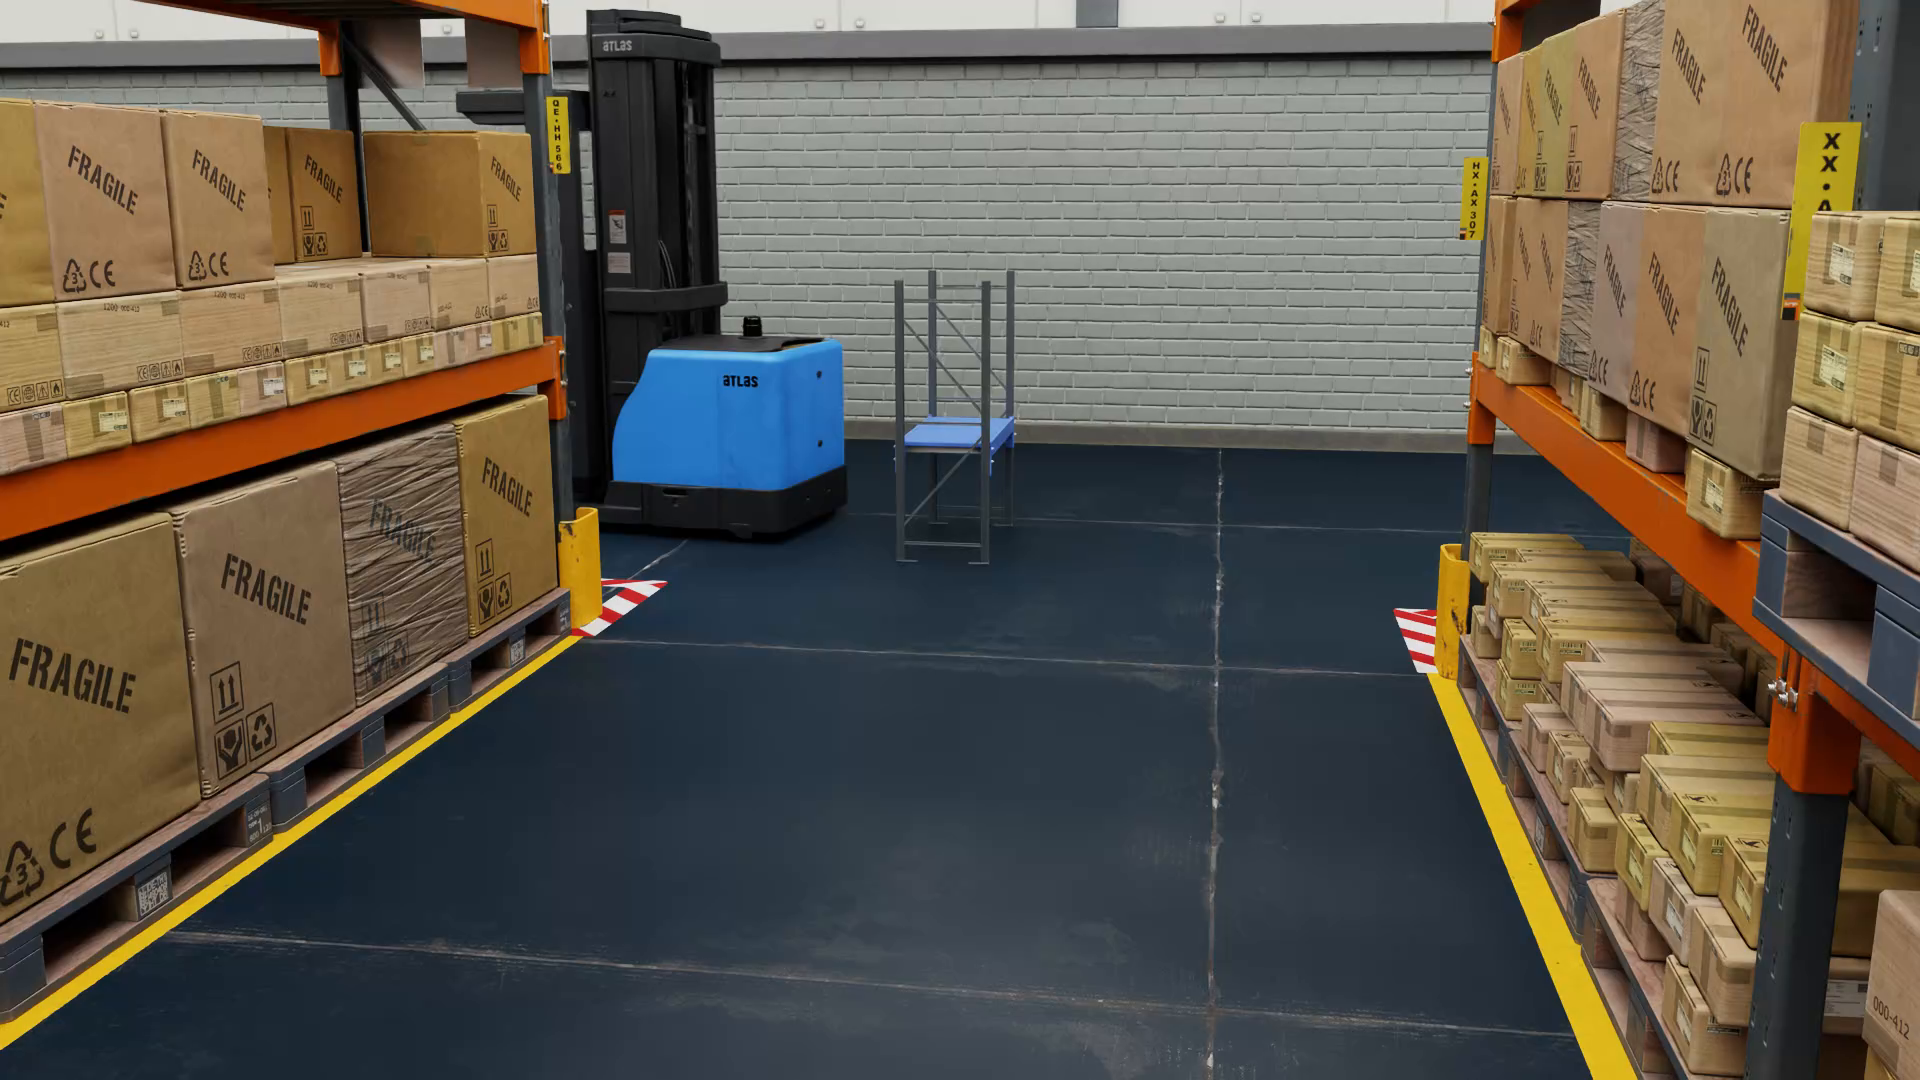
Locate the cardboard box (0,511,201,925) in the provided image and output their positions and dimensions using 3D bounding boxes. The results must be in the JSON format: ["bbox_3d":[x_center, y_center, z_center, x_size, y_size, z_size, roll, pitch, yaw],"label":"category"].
[{"bbox_3d":[-2.725,0.426,4.446,0.875,0.875,0.875,2,12,9],"label":"cardboard box"}]

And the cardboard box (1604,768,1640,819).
[{"bbox_3d":[1.923,0.660,4.375,0.380,0.149,0.250,2,12,10],"label":"cardboard box"}]

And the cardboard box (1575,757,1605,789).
[{"bbox_3d":[1.969,0.737,4.725,0.380,0.149,0.250,2,12,10],"label":"cardboard box"}]

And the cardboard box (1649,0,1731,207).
[{"bbox_3d":[1.859,-0.989,3.645,0.500,0.500,0.500,1,12,7],"label":"cardboard box"}]

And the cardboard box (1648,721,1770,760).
[{"bbox_3d":[1.926,0.566,4.107,0.380,0.149,0.250,2,12,11],"label":"cardboard box"}]

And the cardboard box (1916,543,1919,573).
[{"bbox_3d":[1.386,0.003,1.958,0.380,0.149,0.250,2,12,9],"label":"cardboard box"}]

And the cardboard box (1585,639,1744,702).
[{"bbox_3d":[2.052,0.402,4.868,0.380,0.149,0.250,2,12,9],"label":"cardboard box"}]

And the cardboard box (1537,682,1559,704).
[{"bbox_3d":[2.115,0.578,5.462,0.380,0.149,0.250,2,12,9],"label":"cardboard box"}]

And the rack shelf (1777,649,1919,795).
[{"bbox_3d":[1.672,0.677,0.941,1.077,0.370,4.000,2,12,9],"label":"rack shelf"}]

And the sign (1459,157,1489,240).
[{"bbox_3d":[2.059,-1.365,6.651,0.100,0.325,0.005,2,12,9],"label":"sign"}]

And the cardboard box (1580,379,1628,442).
[{"bbox_3d":[1.962,-0.363,4.656,0.380,0.149,0.250,2,12,10],"label":"cardboard box"}]

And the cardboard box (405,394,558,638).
[{"bbox_3d":[-2.310,-0.137,7.054,0.875,0.875,0.875,2,12,9],"label":"cardboard box"}]

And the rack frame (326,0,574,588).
[{"bbox_3d":[-2.290,-1.106,7.504,1.000,3.000,0.127,2,12,9],"label":"rack frame"}]

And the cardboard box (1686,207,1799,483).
[{"bbox_3d":[1.775,-0.395,3.265,0.500,0.500,0.500,2,12,9],"label":"cardboard box"}]

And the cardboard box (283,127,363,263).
[{"bbox_3d":[-2.708,-1.349,6.504,0.500,0.500,0.500,2,12,7],"label":"cardboard box"}]

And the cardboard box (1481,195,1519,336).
[{"bbox_3d":[2.253,-1.034,6.227,0.500,0.500,0.500,2,12,11],"label":"cardboard box"}]

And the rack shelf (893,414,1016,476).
[{"bbox_3d":[-0.013,-0.540,9.291,0.538,0.185,1.000,2,12,9],"label":"rack shelf"}]

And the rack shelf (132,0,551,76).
[{"bbox_3d":[-2.598,-1.804,5.332,1.077,0.370,4.000,2,12,9],"label":"rack shelf"}]

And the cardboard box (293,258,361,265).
[{"bbox_3d":[-2.704,-0.978,6.562,0.500,0.250,0.500,2,12,8],"label":"cardboard box"}]

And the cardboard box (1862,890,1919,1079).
[{"bbox_3d":[1.605,0.704,2.263,0.500,0.250,0.500,1,12,6],"label":"cardboard box"}]

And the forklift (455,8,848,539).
[{"bbox_3d":[-2.265,-1.604,9.977,3.031,2.935,1.130,4,13,18],"label":"forklift"}]

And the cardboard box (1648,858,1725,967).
[{"bbox_3d":[1.743,0.819,3.637,0.380,0.149,0.250,1,12,6],"label":"cardboard box"}]

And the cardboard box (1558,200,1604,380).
[{"bbox_3d":[2.036,-0.714,4.741,0.500,0.500,0.500,2,12,7],"label":"cardboard box"}]

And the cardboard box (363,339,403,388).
[{"bbox_3d":[-2.215,-0.631,5.900,0.380,0.149,0.250,2,12,9],"label":"cardboard box"}]

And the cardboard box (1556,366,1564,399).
[{"bbox_3d":[2.158,-0.522,5.390,0.380,0.149,0.250,2,12,8],"label":"cardboard box"}]

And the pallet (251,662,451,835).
[{"bbox_3d":[-2.526,0.680,5.839,1.003,0.211,1.213,2,12,9],"label":"pallet"}]

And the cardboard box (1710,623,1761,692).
[{"bbox_3d":[2.515,0.361,5.055,0.380,0.149,0.250,1,12,7],"label":"cardboard box"}]

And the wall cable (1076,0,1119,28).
[{"bbox_3d":[1.985,-6.676,11.477,2.277,5.999,0.120,2,12,9],"label":"wall cable"}]

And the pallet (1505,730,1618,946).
[{"bbox_3d":[2.233,0.876,4.927,1.003,0.211,1.213,2,12,9],"label":"pallet"}]

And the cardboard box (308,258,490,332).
[{"bbox_3d":[-2.181,-0.963,6.491,0.500,0.250,0.500,2,12,8],"label":"cardboard box"}]

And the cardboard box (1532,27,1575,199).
[{"bbox_3d":[2.090,-1.309,5.132,0.500,0.500,0.500,2,12,7],"label":"cardboard box"}]

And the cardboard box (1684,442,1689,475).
[{"bbox_3d":[1.932,-0.198,3.888,0.380,0.149,0.250,2,12,7],"label":"cardboard box"}]

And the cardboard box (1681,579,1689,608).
[{"bbox_3d":[2.754,0.200,5.801,0.380,0.149,0.250,2,12,7],"label":"cardboard box"}]

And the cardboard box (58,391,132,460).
[{"bbox_3d":[-2.451,-0.311,4.411,0.380,0.149,0.250,2,12,11],"label":"cardboard box"}]

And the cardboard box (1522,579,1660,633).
[{"bbox_3d":[2.133,0.235,5.639,0.380,0.149,0.250,1,12,6],"label":"cardboard box"}]

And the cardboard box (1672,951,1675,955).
[{"bbox_3d":[1.826,0.953,3.722,0.380,0.149,0.250,2,12,10],"label":"cardboard box"}]

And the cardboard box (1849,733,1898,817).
[{"bbox_3d":[2.346,0.577,4.056,0.380,0.149,0.250,2,12,7],"label":"cardboard box"}]

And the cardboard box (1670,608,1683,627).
[{"bbox_3d":[2.718,0.346,5.831,0.380,0.149,0.250,1,12,6],"label":"cardboard box"}]

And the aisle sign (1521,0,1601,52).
[{"bbox_3d":[2.310,-2.220,6.503,0.394,0.787,0.004,2,12,9],"label":"aisle sign"}]

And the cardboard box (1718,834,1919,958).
[{"bbox_3d":[1.777,0.724,3.373,0.380,0.149,0.250,2,12,10],"label":"cardboard box"}]

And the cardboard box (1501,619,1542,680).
[{"bbox_3d":[2.066,0.379,5.681,0.380,0.149,0.250,2,12,10],"label":"cardboard box"}]

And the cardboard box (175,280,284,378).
[{"bbox_3d":[-2.419,-0.646,5.020,0.500,0.250,0.500,2,12,10],"label":"cardboard box"}]

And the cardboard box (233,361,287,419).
[{"bbox_3d":[-2.333,-0.471,5.155,0.380,0.149,0.250,2,12,9],"label":"cardboard box"}]

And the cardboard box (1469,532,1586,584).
[{"bbox_3d":[2.179,0.072,6.399,0.380,0.149,0.250,1,12,6],"label":"cardboard box"}]

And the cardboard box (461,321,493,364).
[{"bbox_3d":[-2.098,-0.791,6.642,0.380,0.149,0.250,2,12,9],"label":"cardboard box"}]

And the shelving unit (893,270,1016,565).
[{"bbox_3d":[-0.013,-0.715,9.253,0.538,1.500,1.048,2,12,9],"label":"shelving unit"}]

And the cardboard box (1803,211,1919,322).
[{"bbox_3d":[1.465,-0.398,2.405,0.380,0.149,0.250,3,12,12],"label":"cardboard box"}]

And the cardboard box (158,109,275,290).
[{"bbox_3d":[-2.421,-1.014,4.948,0.500,0.500,0.500,1,12,7],"label":"cardboard box"}]
